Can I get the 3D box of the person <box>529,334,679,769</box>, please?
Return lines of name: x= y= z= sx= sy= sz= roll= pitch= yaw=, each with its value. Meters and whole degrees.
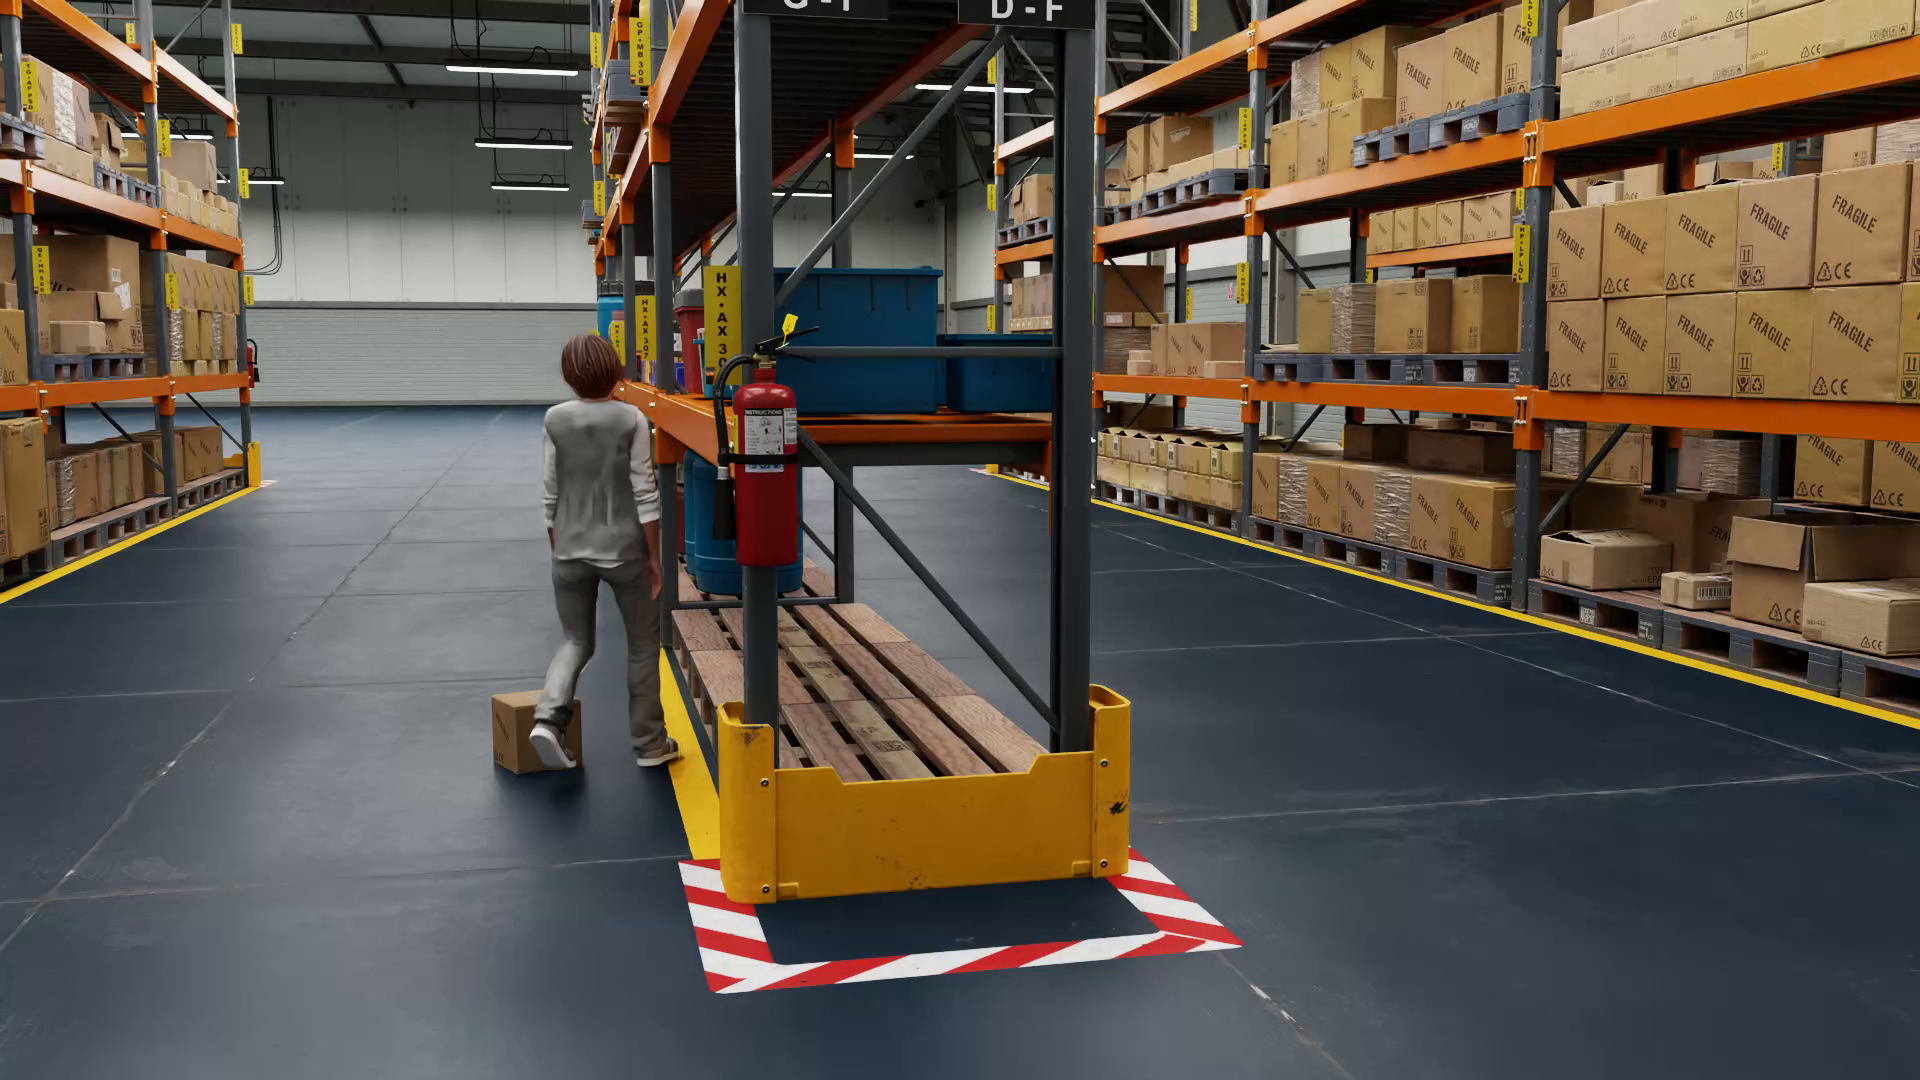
person: x=-1.252 y=0.061 z=5.876 sx=0.427 sy=1.566 sz=0.664 roll=0 pitch=6 yaw=2
